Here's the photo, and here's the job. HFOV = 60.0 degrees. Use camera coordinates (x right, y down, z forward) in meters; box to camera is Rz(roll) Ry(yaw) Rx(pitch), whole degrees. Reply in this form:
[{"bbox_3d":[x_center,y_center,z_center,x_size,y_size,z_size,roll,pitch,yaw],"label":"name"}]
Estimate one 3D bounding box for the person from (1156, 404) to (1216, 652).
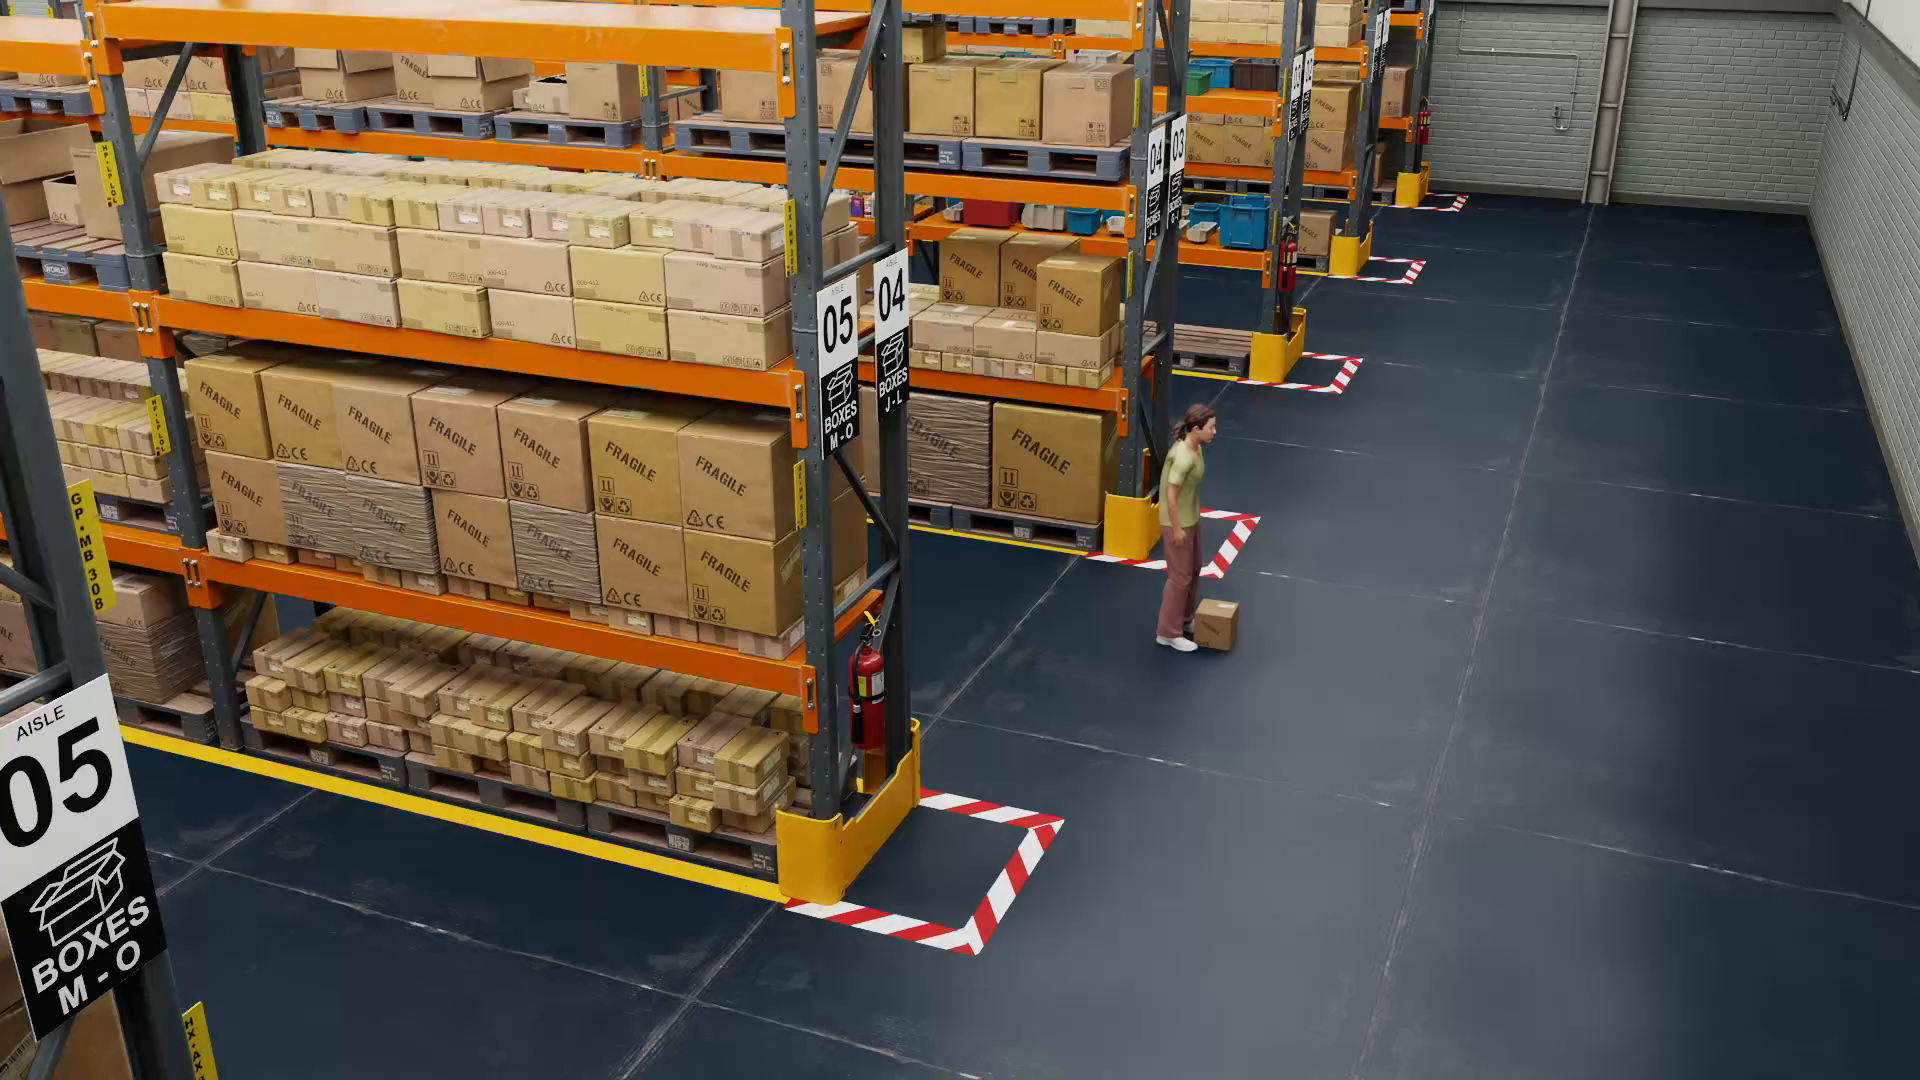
[{"bbox_3d":[1.518,-0.112,11.186,0.364,1.671,0.508,7,24,17],"label":"person"}]
